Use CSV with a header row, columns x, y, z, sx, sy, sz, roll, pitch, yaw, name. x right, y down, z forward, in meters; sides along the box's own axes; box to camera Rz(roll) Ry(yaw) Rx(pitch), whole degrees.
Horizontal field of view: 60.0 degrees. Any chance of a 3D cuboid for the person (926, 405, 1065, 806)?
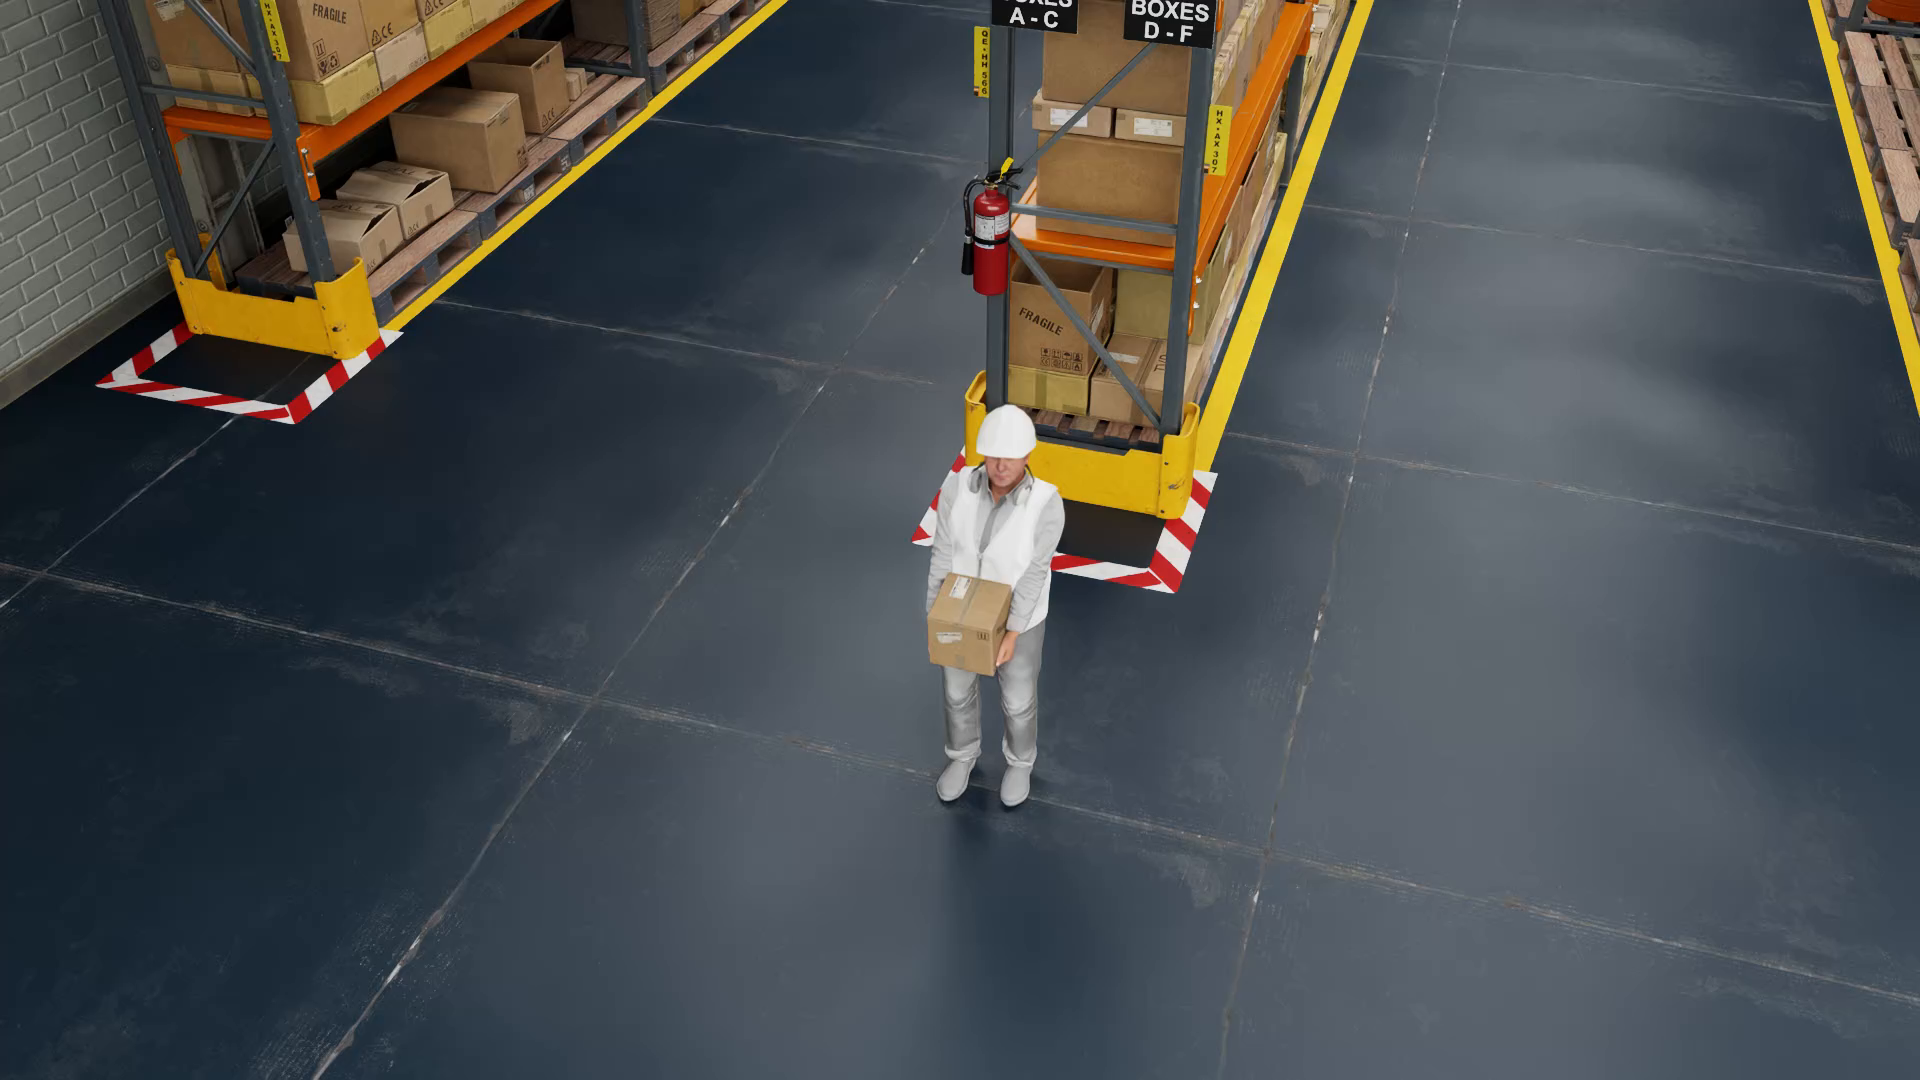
x,y,z,sx,sy,sz,roll,pitch,yaw,name
0.118,0.322,6.446,0.494,1.762,0.550,11,38,15,person
